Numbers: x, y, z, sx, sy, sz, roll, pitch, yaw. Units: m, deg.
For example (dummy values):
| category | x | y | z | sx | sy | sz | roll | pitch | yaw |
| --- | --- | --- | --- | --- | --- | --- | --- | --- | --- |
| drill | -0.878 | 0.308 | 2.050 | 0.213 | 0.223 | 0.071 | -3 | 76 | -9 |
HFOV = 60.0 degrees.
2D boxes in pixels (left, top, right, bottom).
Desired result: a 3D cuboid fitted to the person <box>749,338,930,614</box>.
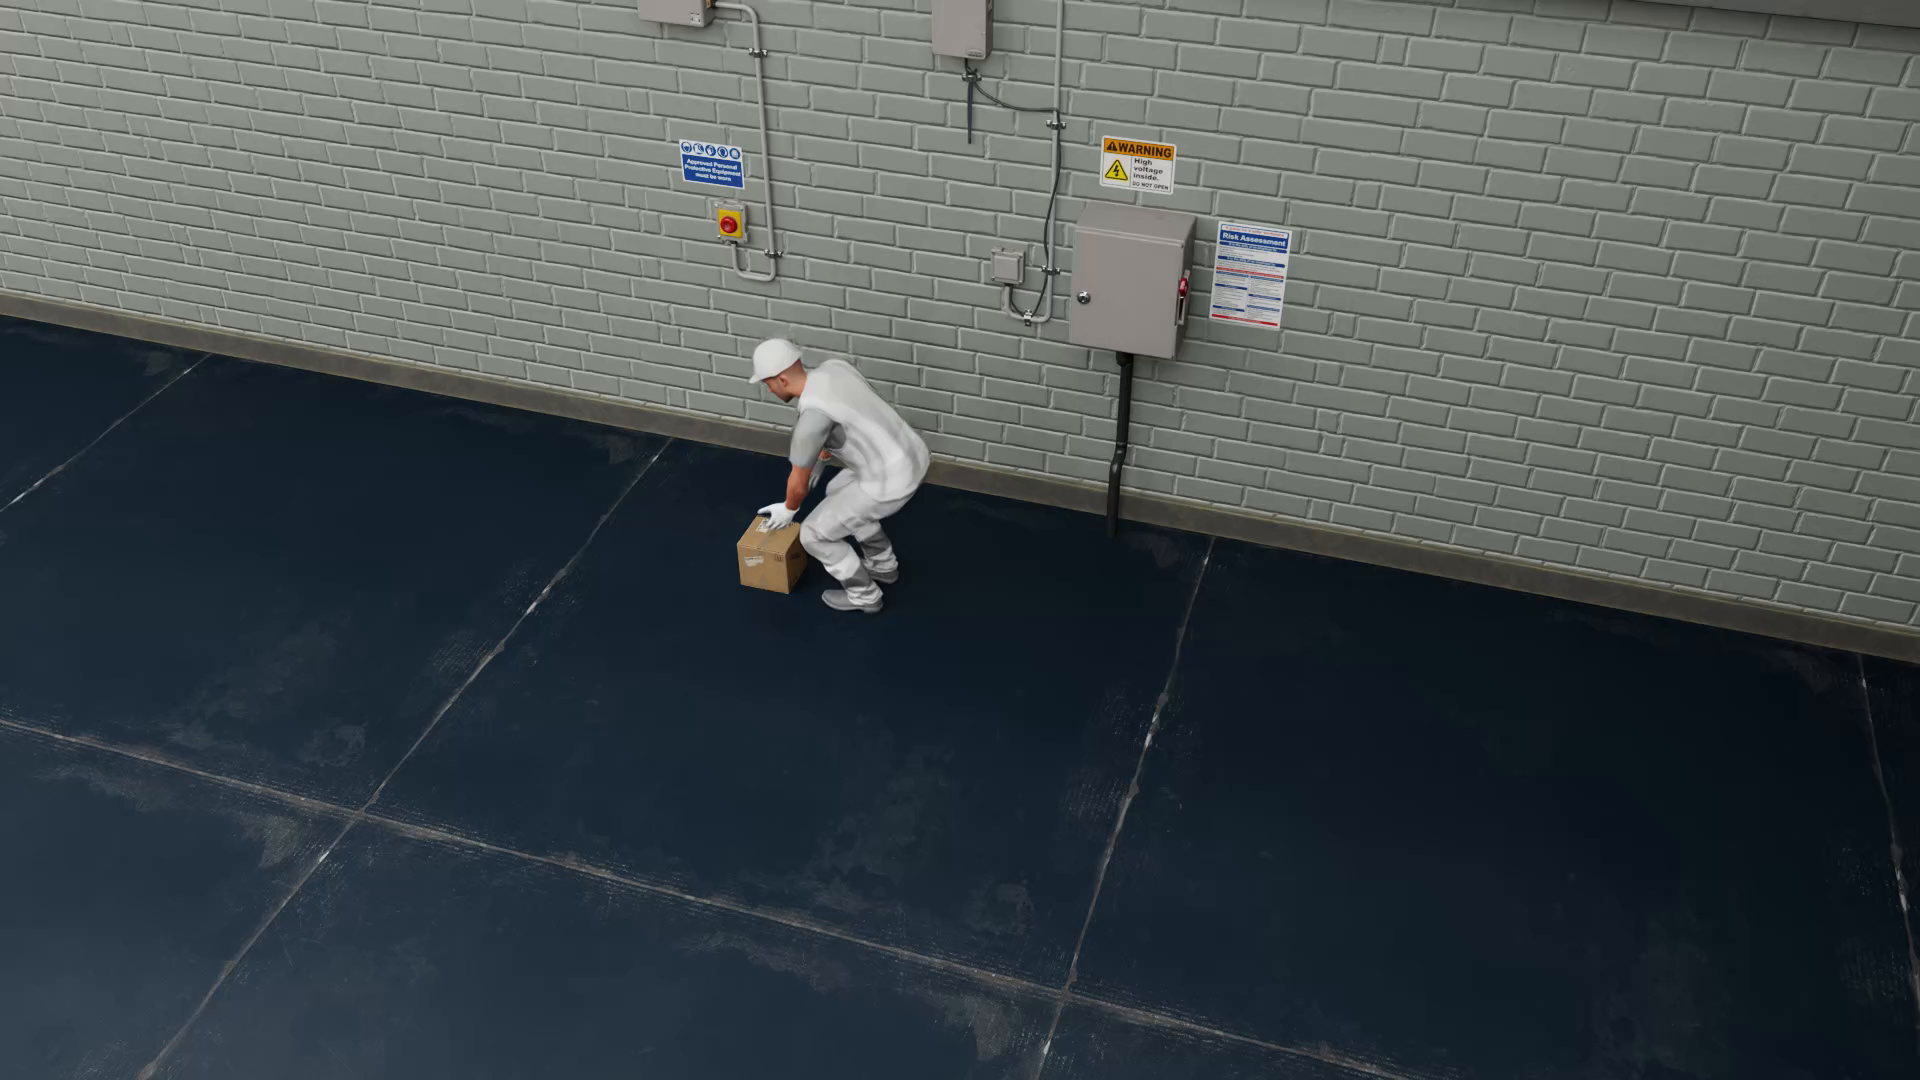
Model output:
| category | x | y | z | sx | sy | sz | roll | pitch | yaw |
| --- | --- | --- | --- | --- | --- | --- | --- | --- | --- |
| person | -0.551 | -0.285 | 7.622 | 0.795 | 1.351 | 0.584 | 11 | 38 | 14 |
